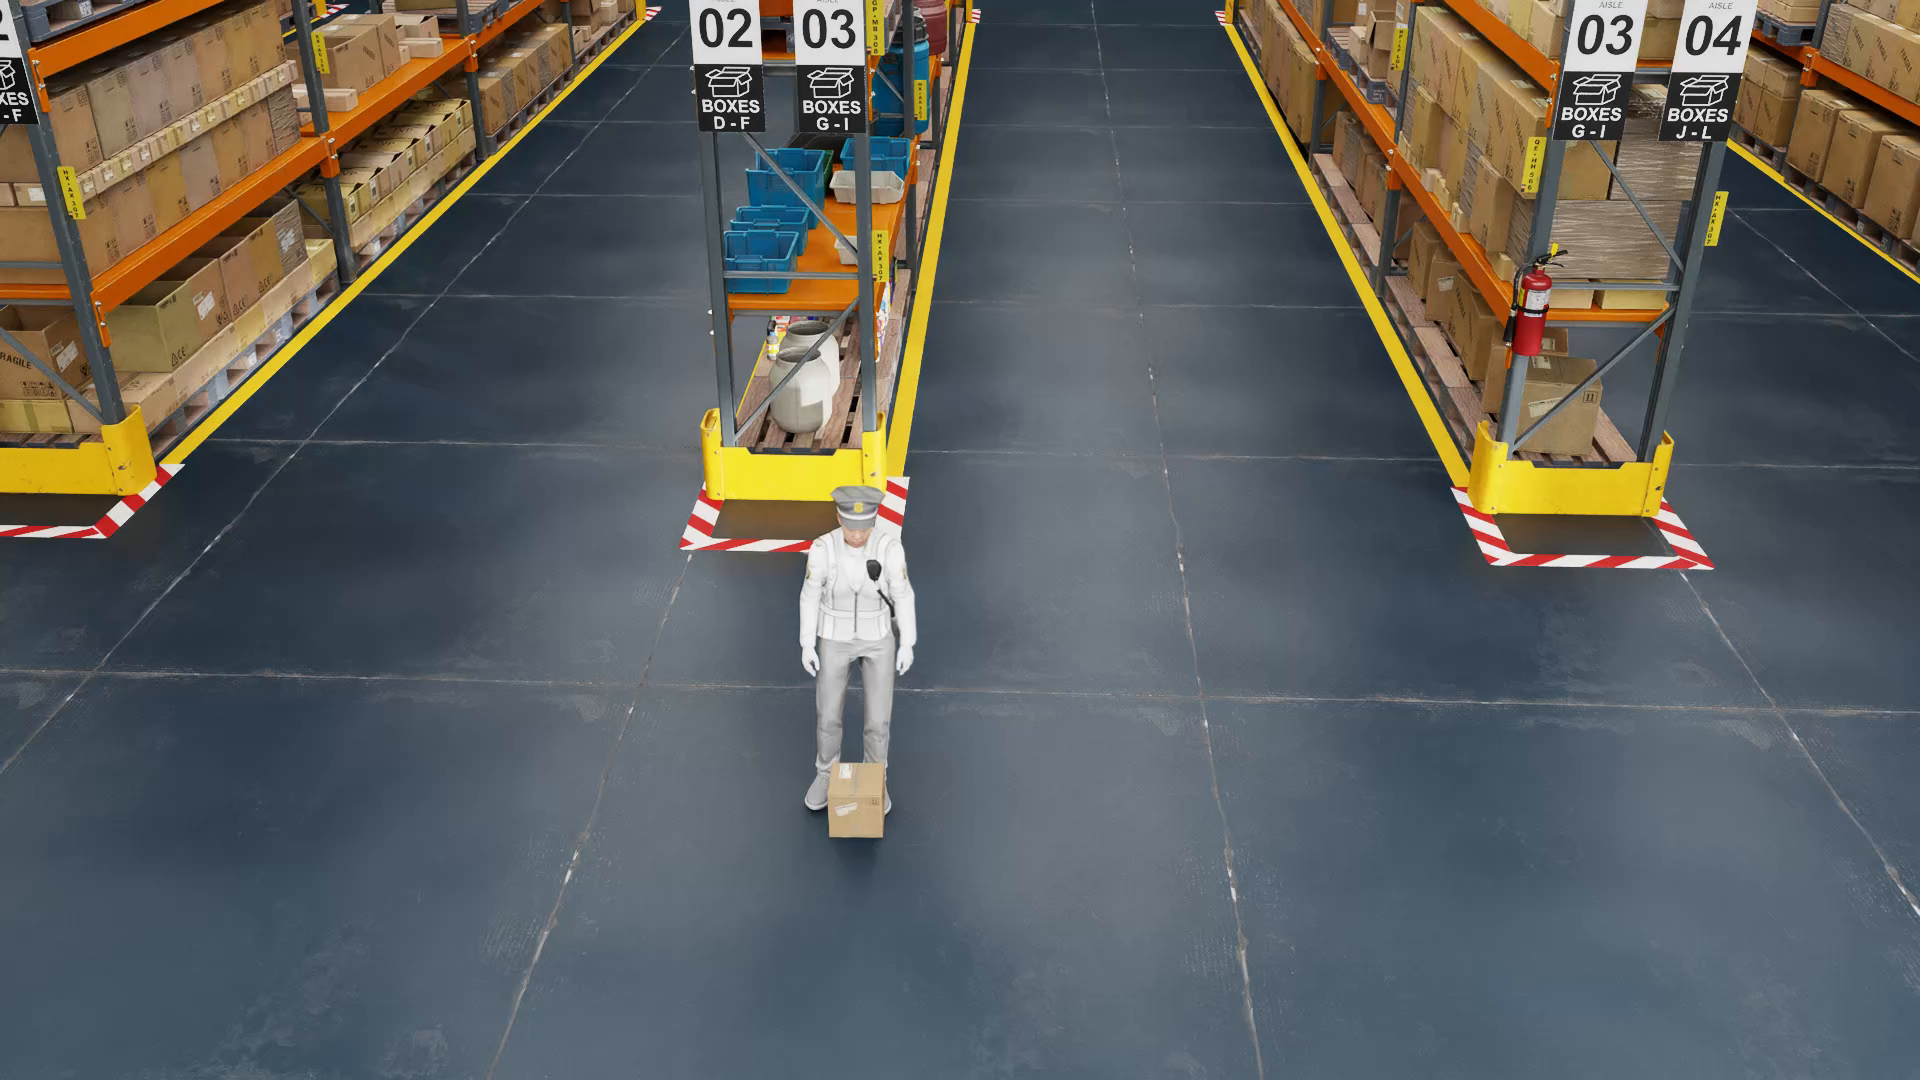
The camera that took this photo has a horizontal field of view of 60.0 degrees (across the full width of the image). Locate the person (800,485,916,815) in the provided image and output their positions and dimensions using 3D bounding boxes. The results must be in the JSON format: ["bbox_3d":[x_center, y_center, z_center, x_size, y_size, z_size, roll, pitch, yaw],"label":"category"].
[{"bbox_3d":[-0.475,0.496,7.688,0.547,1.665,0.412,-1,28,-1],"label":"person"}]
